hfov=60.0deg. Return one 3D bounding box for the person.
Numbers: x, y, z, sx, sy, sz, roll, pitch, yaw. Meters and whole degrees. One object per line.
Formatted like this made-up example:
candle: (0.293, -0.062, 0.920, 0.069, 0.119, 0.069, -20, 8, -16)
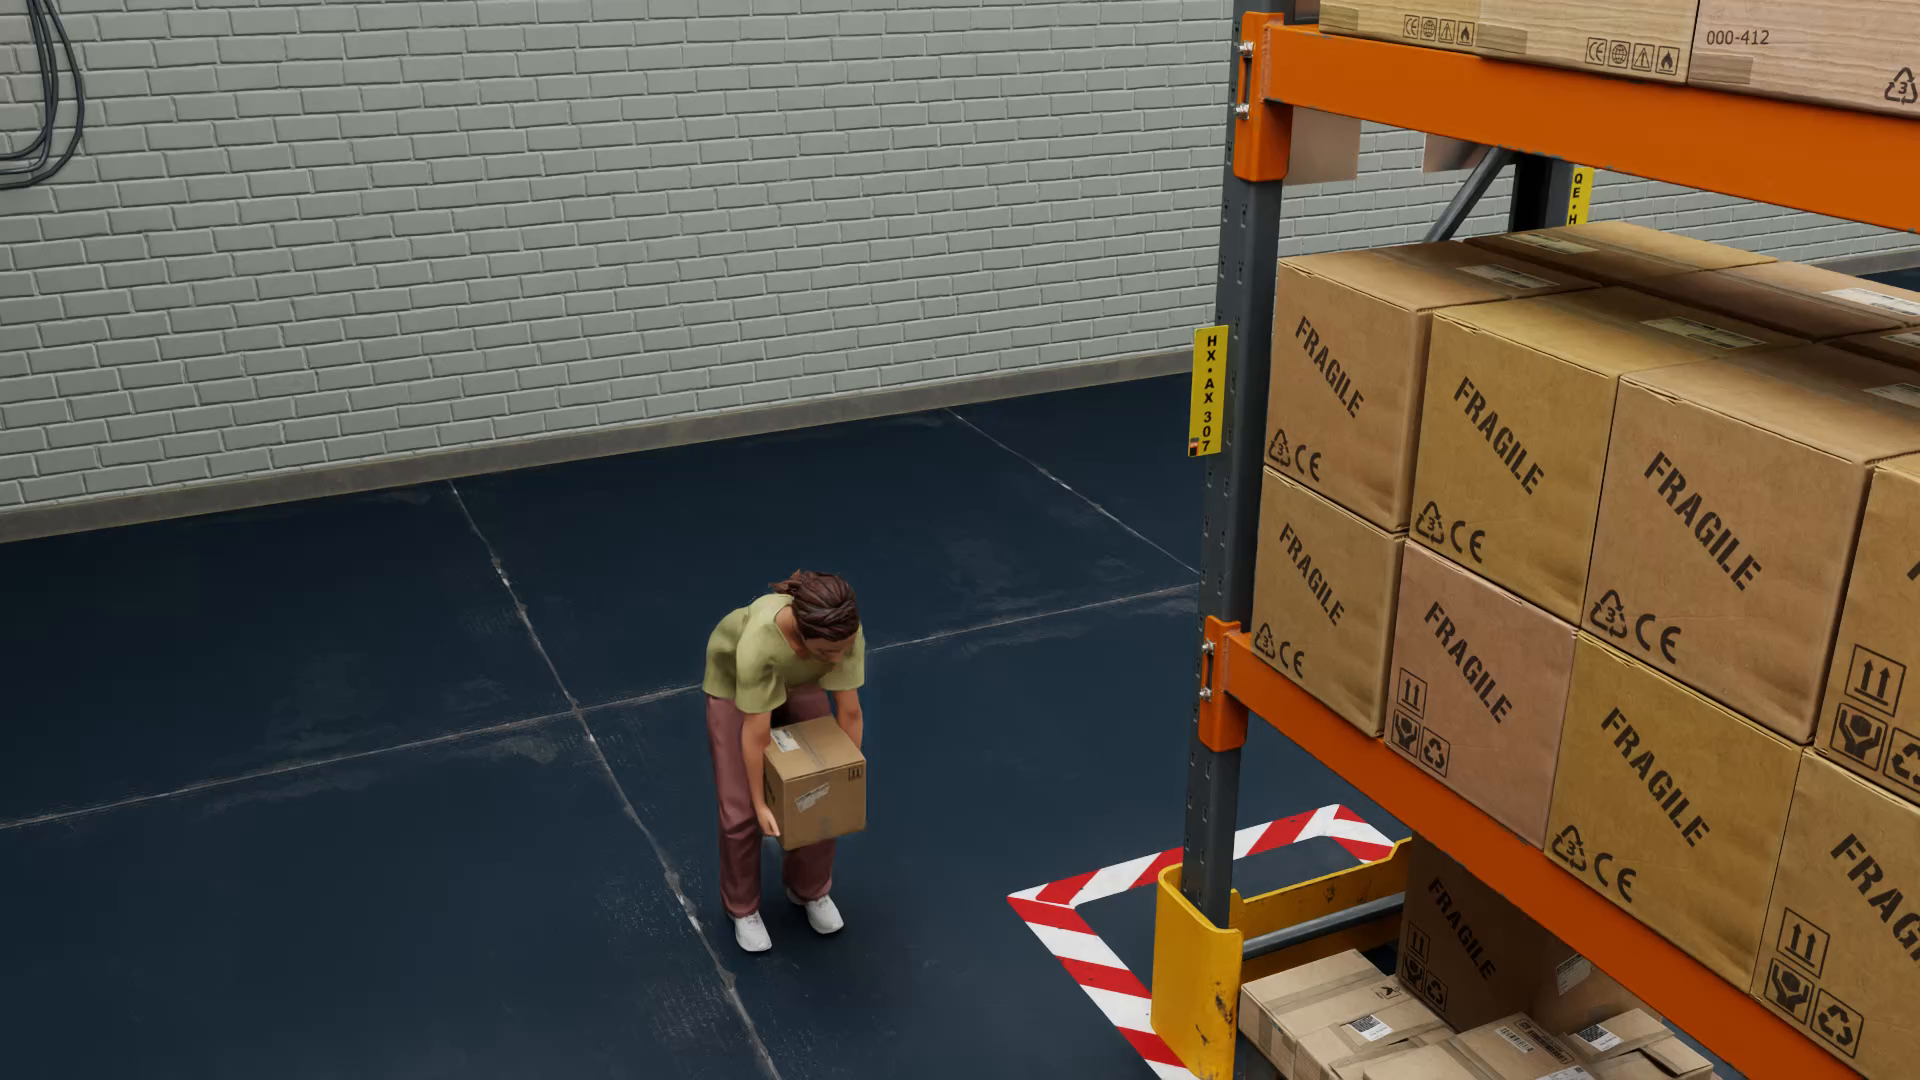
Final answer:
person: (-0.487, 0.646, 4.910, 0.406, 1.380, 0.777, -11, 25, -25)
